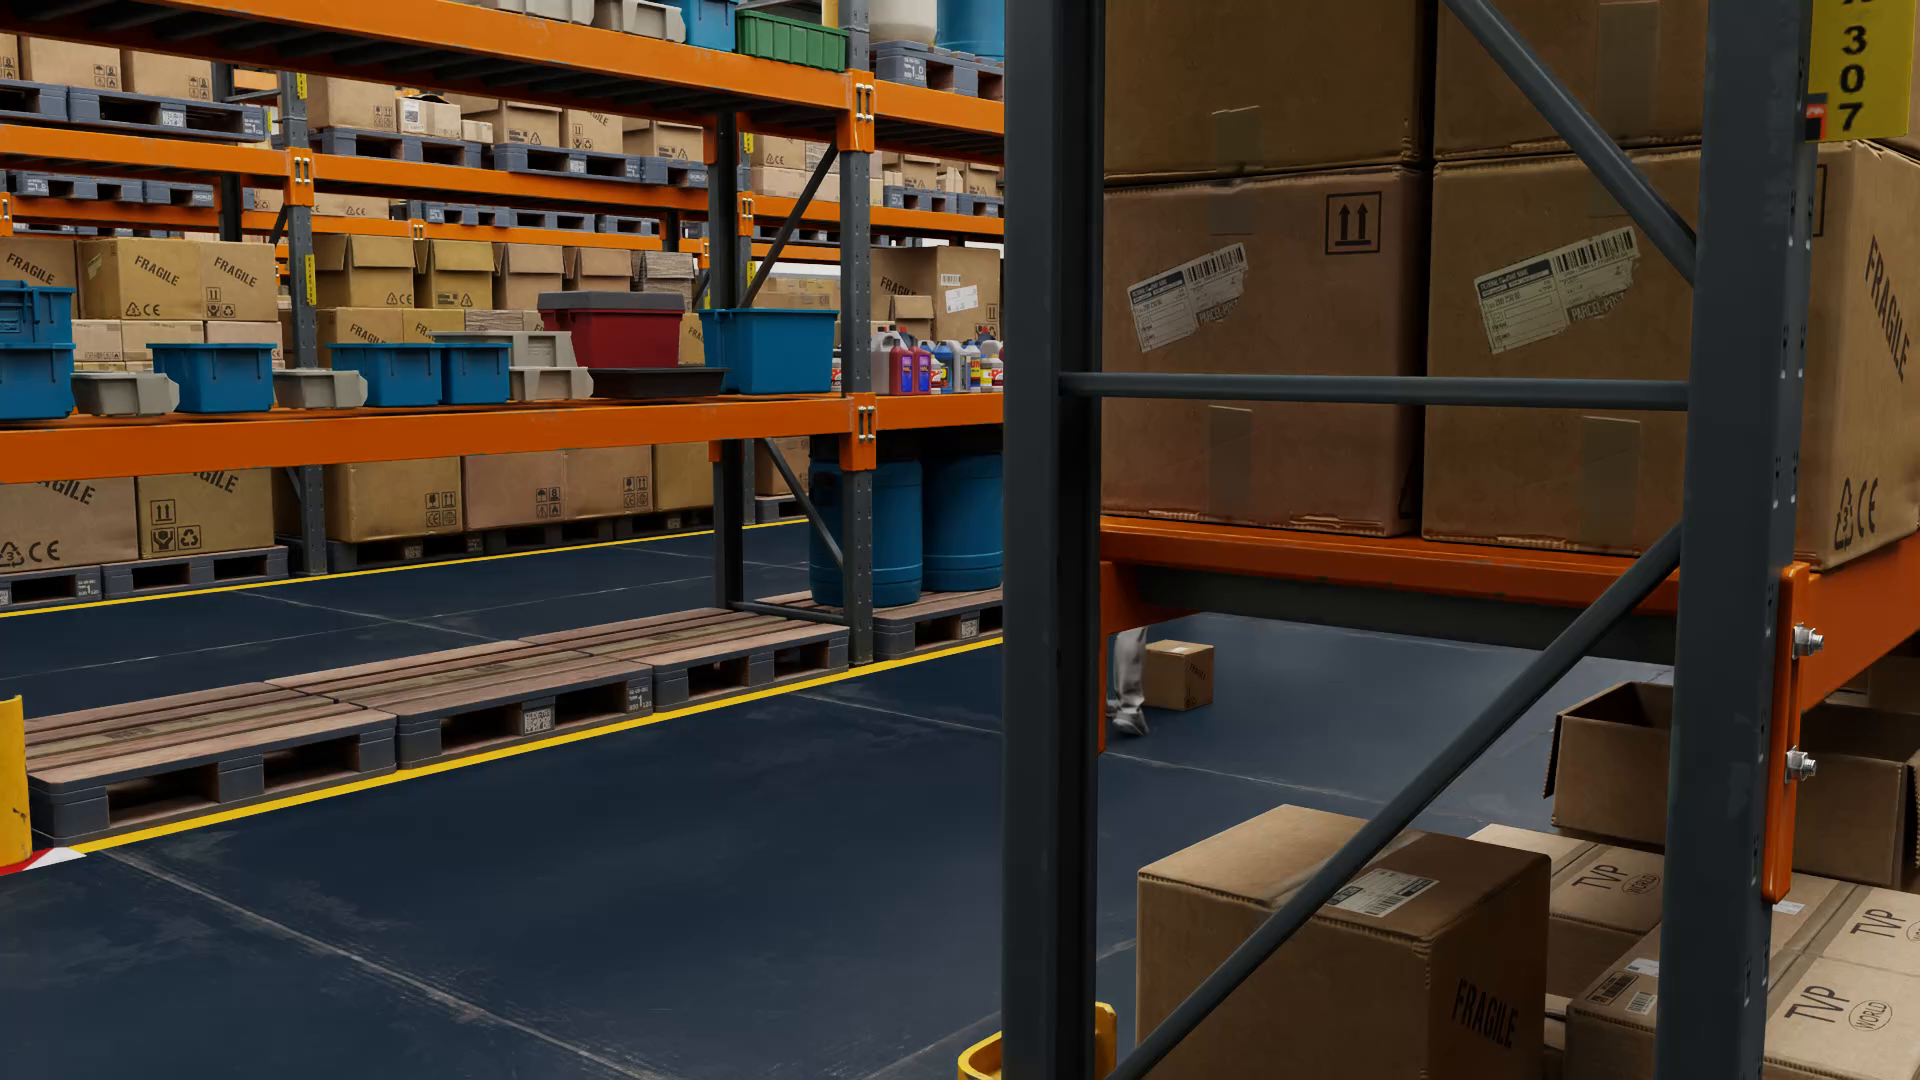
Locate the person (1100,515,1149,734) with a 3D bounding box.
[{"bbox_3d":[0.615,-0.047,6.810,0.476,1.745,0.376,6,9,39],"label":"person"}]
